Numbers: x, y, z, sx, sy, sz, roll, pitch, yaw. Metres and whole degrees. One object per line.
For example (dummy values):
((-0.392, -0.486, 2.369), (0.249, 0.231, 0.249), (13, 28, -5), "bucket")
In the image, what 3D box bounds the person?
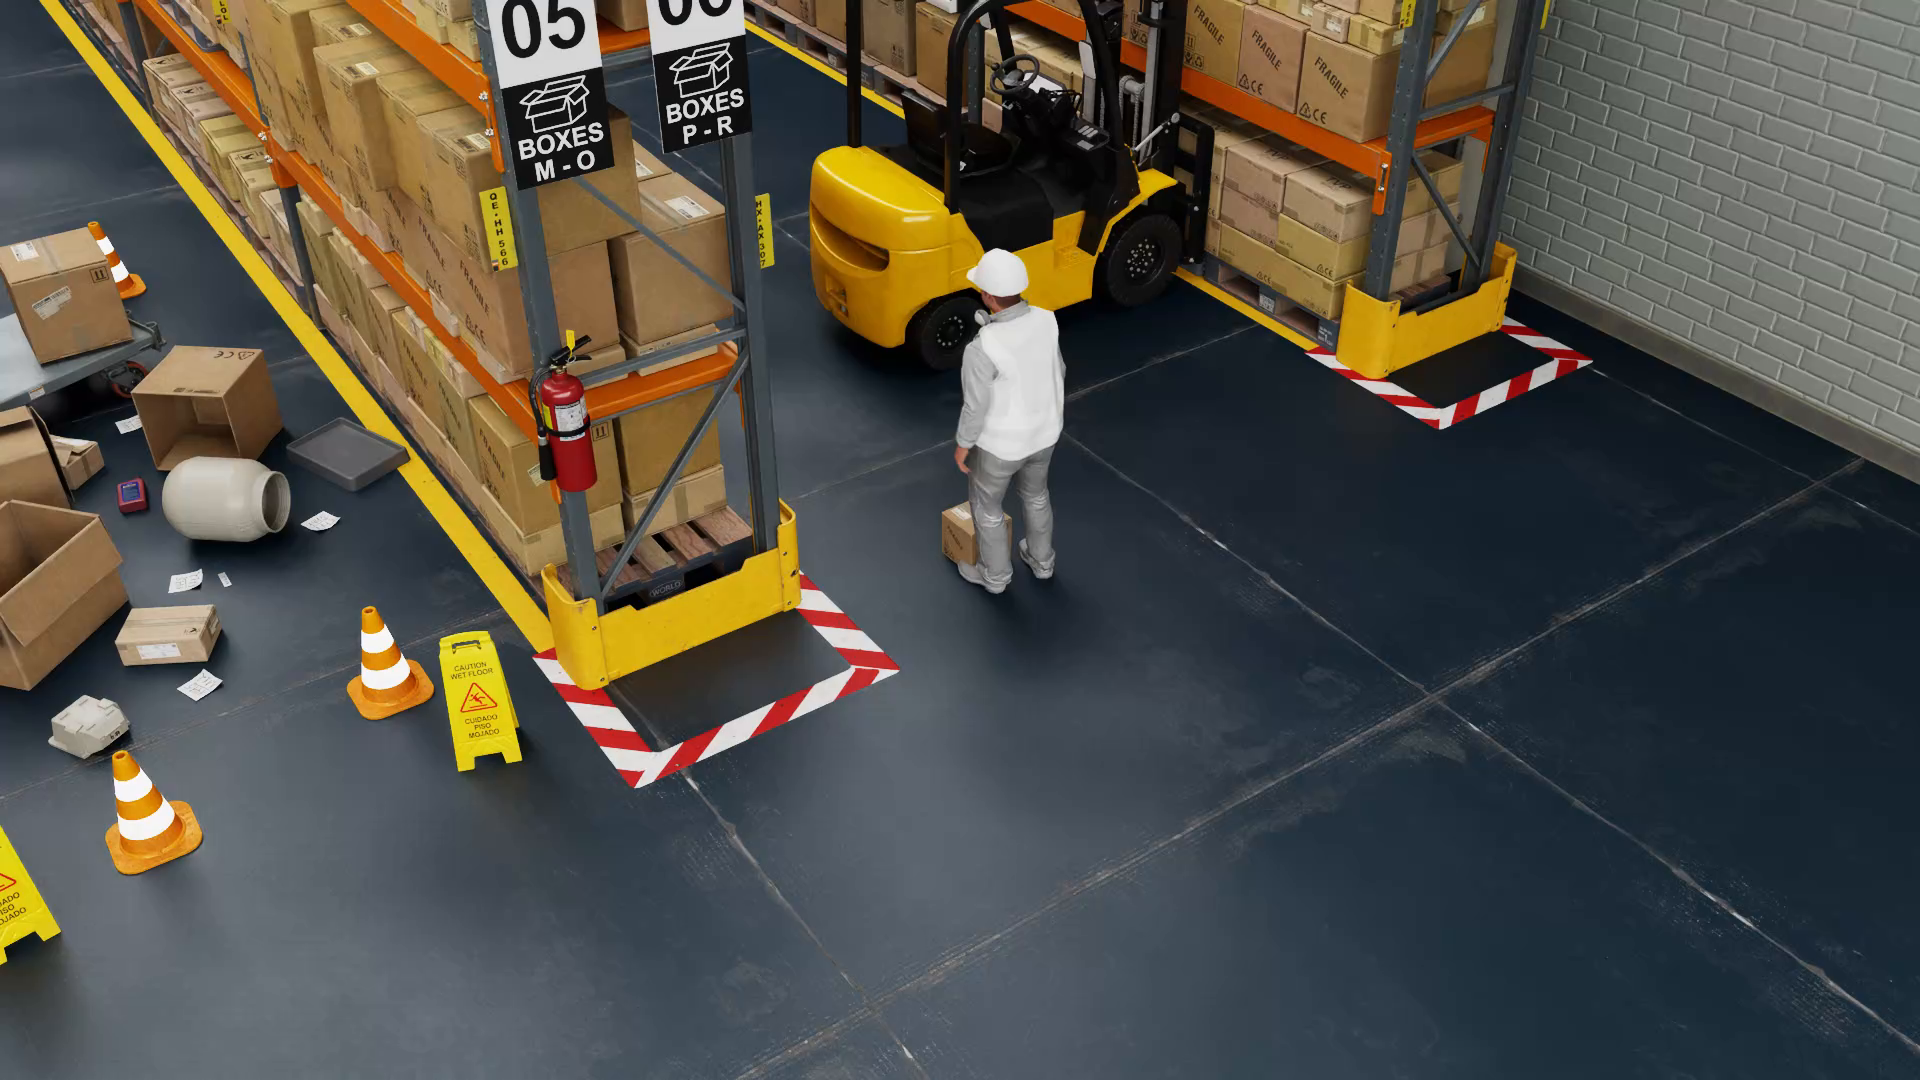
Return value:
((0.227, -0.515, 7.684), (0.593, 1.773, 0.467), (-25, 43, -30), "person")
